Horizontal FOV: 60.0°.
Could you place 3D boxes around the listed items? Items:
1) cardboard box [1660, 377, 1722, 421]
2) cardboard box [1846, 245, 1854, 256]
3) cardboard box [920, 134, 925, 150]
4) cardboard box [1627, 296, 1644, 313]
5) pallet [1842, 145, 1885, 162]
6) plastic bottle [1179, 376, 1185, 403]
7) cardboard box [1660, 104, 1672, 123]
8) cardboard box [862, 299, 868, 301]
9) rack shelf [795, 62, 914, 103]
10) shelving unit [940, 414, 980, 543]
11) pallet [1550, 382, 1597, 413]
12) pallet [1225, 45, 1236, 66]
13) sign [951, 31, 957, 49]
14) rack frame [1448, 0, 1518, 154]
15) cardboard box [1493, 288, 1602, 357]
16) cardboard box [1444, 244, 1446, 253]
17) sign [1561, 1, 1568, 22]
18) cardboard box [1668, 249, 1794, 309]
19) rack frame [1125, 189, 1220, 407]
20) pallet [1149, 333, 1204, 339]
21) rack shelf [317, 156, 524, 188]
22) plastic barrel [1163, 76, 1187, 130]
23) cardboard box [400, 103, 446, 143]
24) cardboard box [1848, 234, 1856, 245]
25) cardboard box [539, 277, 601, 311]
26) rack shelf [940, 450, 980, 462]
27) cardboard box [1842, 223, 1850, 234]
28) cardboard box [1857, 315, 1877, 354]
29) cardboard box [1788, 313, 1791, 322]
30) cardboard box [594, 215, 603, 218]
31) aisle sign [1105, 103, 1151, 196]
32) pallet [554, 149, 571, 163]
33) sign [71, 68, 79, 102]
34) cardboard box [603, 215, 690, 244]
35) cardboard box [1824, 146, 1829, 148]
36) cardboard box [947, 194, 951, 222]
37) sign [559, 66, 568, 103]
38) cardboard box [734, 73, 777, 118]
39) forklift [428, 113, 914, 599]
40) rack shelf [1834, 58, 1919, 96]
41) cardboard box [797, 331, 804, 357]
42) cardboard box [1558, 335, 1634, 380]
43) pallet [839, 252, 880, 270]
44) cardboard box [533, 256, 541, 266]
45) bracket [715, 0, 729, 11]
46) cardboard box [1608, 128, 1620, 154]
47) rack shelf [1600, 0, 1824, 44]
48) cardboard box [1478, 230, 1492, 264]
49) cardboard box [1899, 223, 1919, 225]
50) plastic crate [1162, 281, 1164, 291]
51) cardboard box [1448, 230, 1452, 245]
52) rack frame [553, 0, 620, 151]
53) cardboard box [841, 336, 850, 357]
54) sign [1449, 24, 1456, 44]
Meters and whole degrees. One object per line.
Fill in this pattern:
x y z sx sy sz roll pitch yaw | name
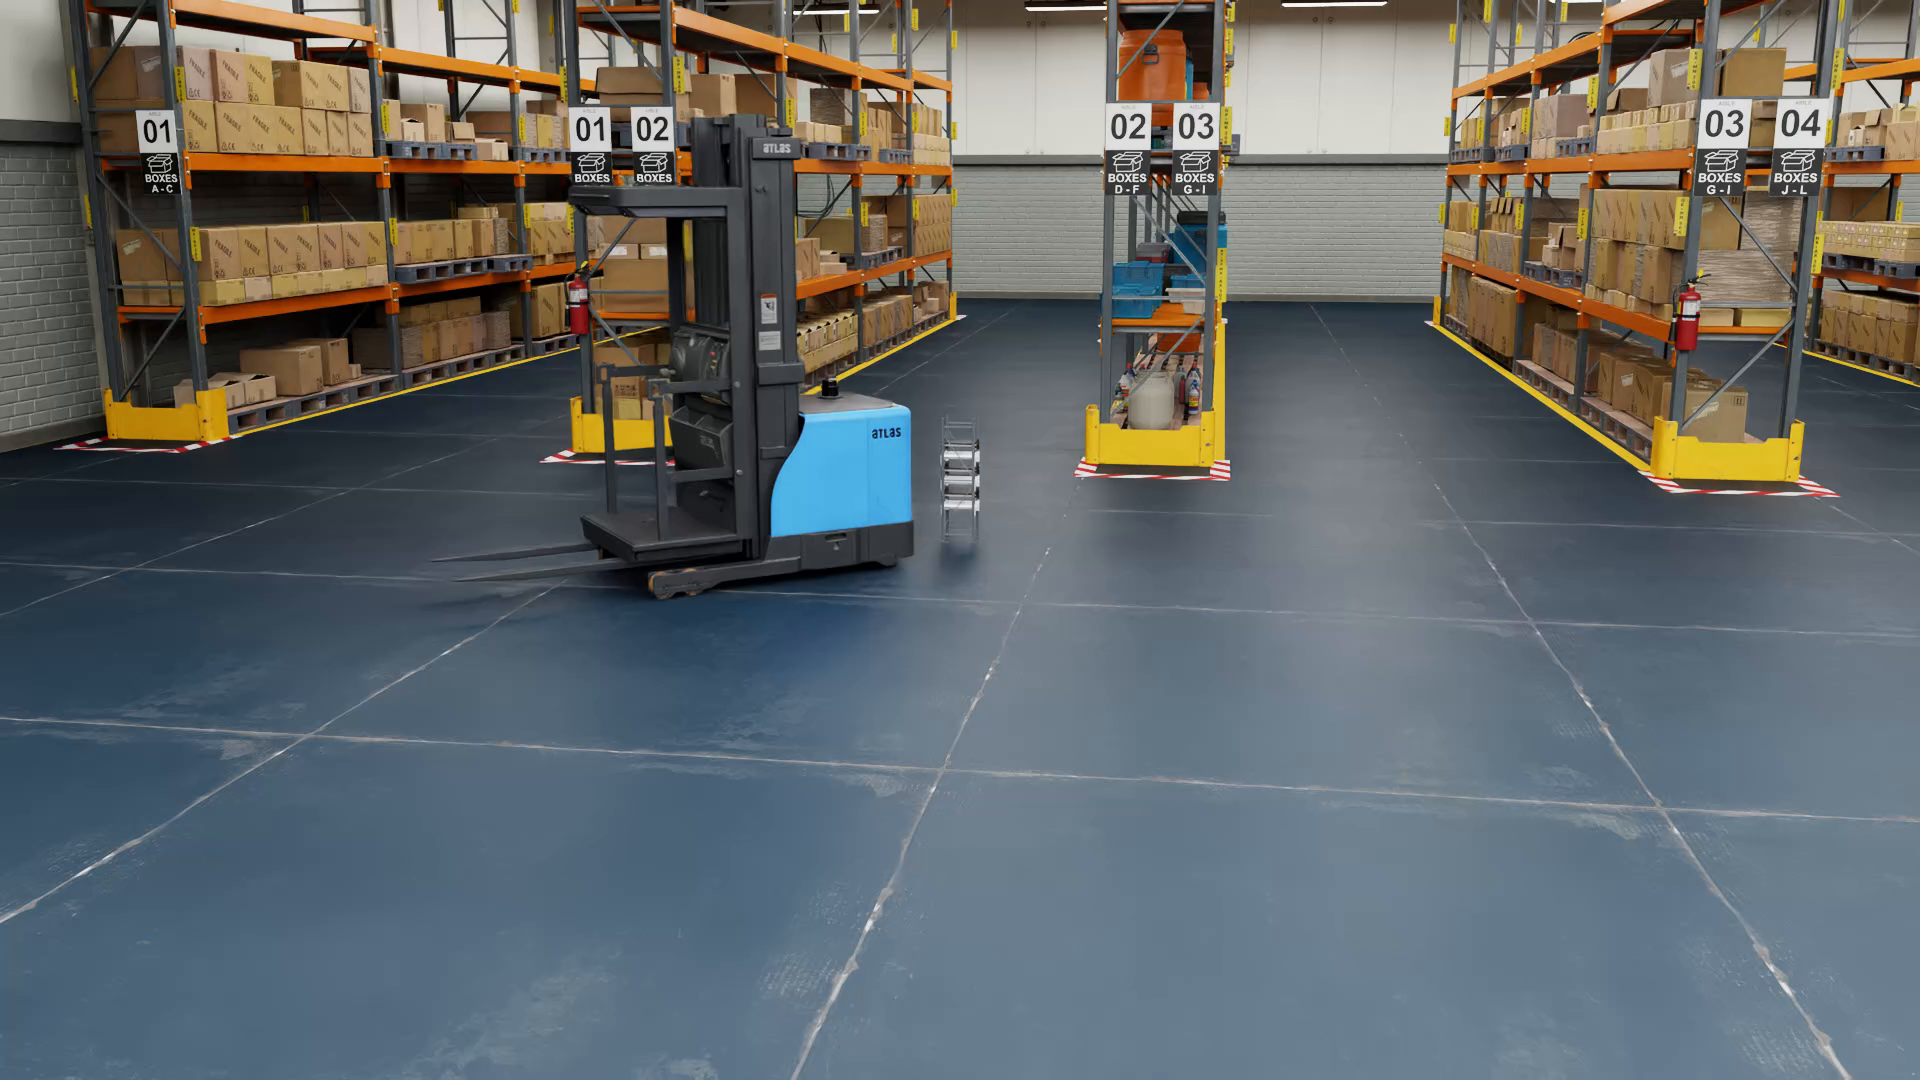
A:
6.846 -1.244 15.584 0.500 0.500 0.500 5 13 23 | cardboard box
12.696 -4.066 23.339 0.380 0.149 0.250 2 12 8 | cardboard box
-0.871 -6.661 27.829 0.500 0.250 0.500 2 12 9 | cardboard box
6.642 -2.265 15.980 0.380 0.149 0.250 2 12 9 | cardboard box
13.050 -5.356 23.051 1.213 0.211 1.003 2 12 9 | pallet
2.369 -1.606 17.727 0.061 0.283 0.133 2 12 9 | plastic bottle
6.515 -3.826 14.916 0.380 0.149 0.250 2 12 9 | cardboard box
-1.737 -3.511 26.054 0.500 0.500 0.500 2 12 9 | cardboard box
-1.574 -6.795 24.820 1.077 0.370 4.000 2 12 9 | rack shelf
0.001 -0.442 11.906 0.258 0.900 0.210 2 12 9 | shelving unit
7.409 -1.638 19.092 1.003 0.211 1.213 2 12 9 | pallet
3.153 -6.626 22.776 1.213 0.211 1.003 2 12 9 | pallet
-0.106 -9.103 30.280 0.100 0.325 0.005 2 12 9 | sign
9.136 -8.269 29.005 1.000 3.000 0.127 2 12 9 | rack frame
8.033 -2.981 22.753 1.225 0.875 0.875 1 12 6 | cardboard box
8.756 -5.151 29.370 0.380 0.149 0.250 2 12 9 | cardboard box
9.059 -7.917 24.964 0.100 0.325 0.005 2 12 9 | sign
6.787 -2.314 14.667 0.875 0.500 0.500 2 12 9 | cardboard box
2.397 -2.999 18.791 1.000 3.000 0.127 2 12 9 | rack frame
3.467 -3.142 26.073 1.003 0.211 1.213 2 12 9 | pallet
-7.085 -4.851 21.972 1.077 0.370 4.000 2 12 9 | rack shelf
1.831 -4.172 15.667 0.600 0.588 0.600 0 12 0 | plastic barrel
-7.040 -5.409 21.617 0.500 0.500 0.500 1 12 7 | cardboard box
12.695 -4.210 23.301 0.380 0.149 0.250 2 12 8 | cardboard box
-6.267 -3.815 26.683 0.750 0.750 0.750 2 12 10 | cardboard box
0.001 -0.585 11.876 0.258 0.077 0.200 2 12 9 | rack shelf
12.733 -4.412 23.533 0.380 0.149 0.250 2 12 8 | cardboard box
12.783 -2.837 22.974 0.500 0.500 0.500 1 12 6 | cardboard box
13.194 -3.468 26.032 0.380 0.149 0.250 1 12 7 | cardboard box
-6.069 -5.345 26.902 0.500 0.250 0.500 2 12 10 | cardboard box
1.477 -3.432 14.628 0.394 0.787 0.004 2 12 9 | aisle sign
-6.562 -5.896 25.558 1.003 0.211 1.213 2 12 11 | pallet
-8.553 -4.409 16.110 0.100 0.325 0.005 2 12 9 | sign
-3.020 -3.119 16.028 0.700 0.500 0.500 2 12 9 | cardboard box
13.215 -5.826 25.144 0.500 0.250 0.500 2 12 10 | cardboard box
-0.448 -6.095 30.543 0.500 0.500 0.500 2 12 8 | cardboard box
-3.646 -4.209 15.369 0.100 0.325 0.005 2 12 9 | sign
-2.363 -5.253 19.705 0.500 0.500 0.500 2 12 9 | cardboard box
-1.846 -1.195 10.580 3.031 2.935 1.130 -7 14 -29 | forklift
13.099 -6.292 22.484 1.077 0.370 4.000 2 12 9 | rack shelf
-2.187 -2.374 20.087 0.500 0.311 0.500 2 12 9 | cardboard box
7.584 -2.174 19.851 0.700 0.500 0.500 1 12 4 | cardboard box
-1.847 -4.043 24.088 1.213 0.211 1.003 2 12 9 | pallet
-6.450 -4.153 24.693 0.380 0.149 0.250 2 12 9 | cardboard box
-5.207 -11.669 36.235 0.235 0.232 0.430 2 12 9 | bracket
6.892 -4.036 16.838 0.500 0.250 0.500 2 12 8 | cardboard box
6.983 -5.002 15.558 1.077 0.370 4.000 2 12 9 | rack shelf
8.203 -4.465 25.356 0.500 0.500 0.500 2 12 9 | cardboard box
13.336 -4.335 23.174 0.380 0.149 0.250 1 12 6 | cardboard box
1.909 -2.622 17.544 0.450 0.188 0.662 2 12 9 | plastic crate
8.722 -5.209 28.695 0.500 0.250 0.500 2 12 8 | cardboard box
-6.162 -7.918 27.375 1.000 3.000 0.127 2 12 9 | rack frame
-1.798 -2.630 22.605 0.500 0.250 0.500 2 12 8 | cardboard box
8.589 -8.823 28.979 0.100 0.325 0.005 2 12 9 | sign
